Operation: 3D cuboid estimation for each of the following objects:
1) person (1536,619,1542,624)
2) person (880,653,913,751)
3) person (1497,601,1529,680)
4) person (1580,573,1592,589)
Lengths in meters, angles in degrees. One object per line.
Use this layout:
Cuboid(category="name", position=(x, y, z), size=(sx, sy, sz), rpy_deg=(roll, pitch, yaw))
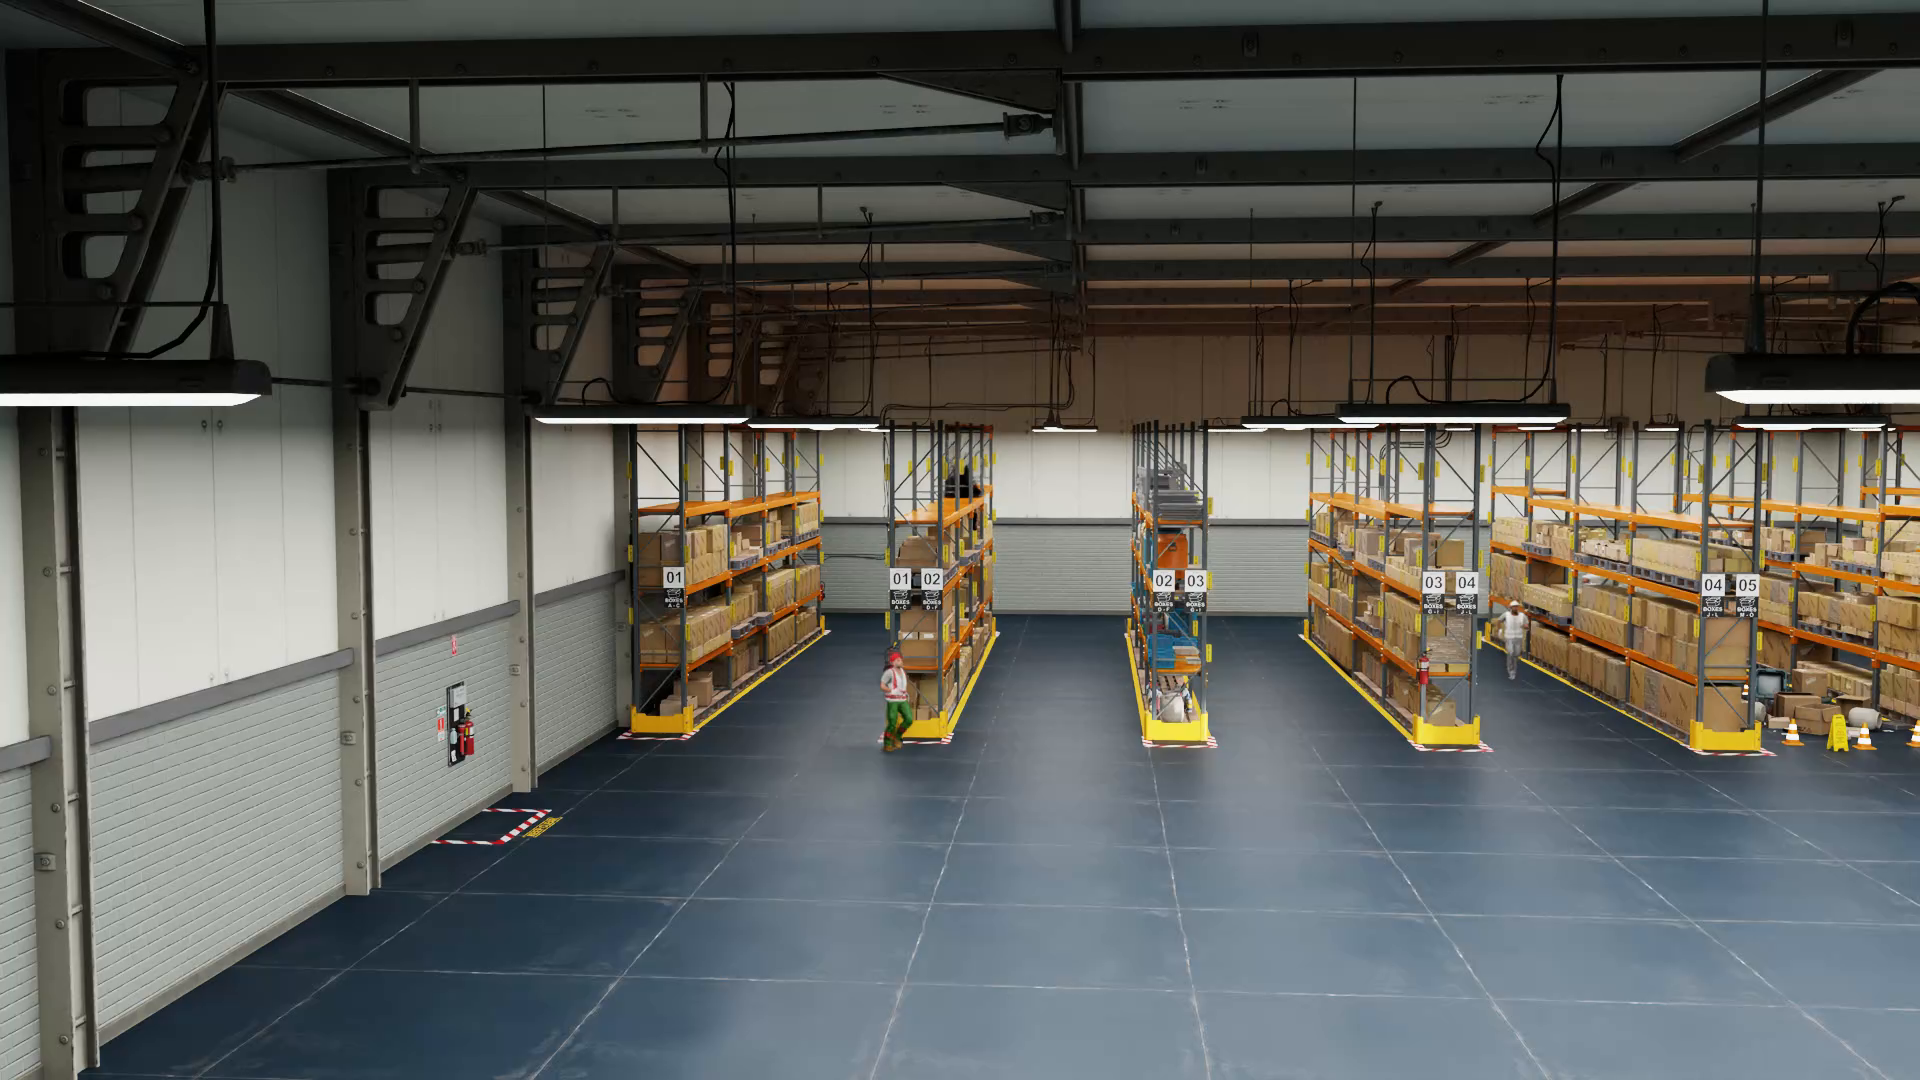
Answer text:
Cuboid(category="person", position=(16.430, 1.913, 46.923), size=(0.703, 1.702, 0.833), rpy_deg=(-2, 4, -24))
Cuboid(category="person", position=(-1.116, 2.930, 30.082), size=(0.681, 1.762, 0.570), rpy_deg=(-3, 5, -42))
Cuboid(category="person", position=(13.044, 2.334, 39.162), size=(0.671, 1.818, 0.897), rpy_deg=(0, 4, 4))
Cuboid(category="person", position=(17.864, 1.828, 47.338), size=(0.923, 1.755, 0.659), rpy_deg=(0, 4, -1))
